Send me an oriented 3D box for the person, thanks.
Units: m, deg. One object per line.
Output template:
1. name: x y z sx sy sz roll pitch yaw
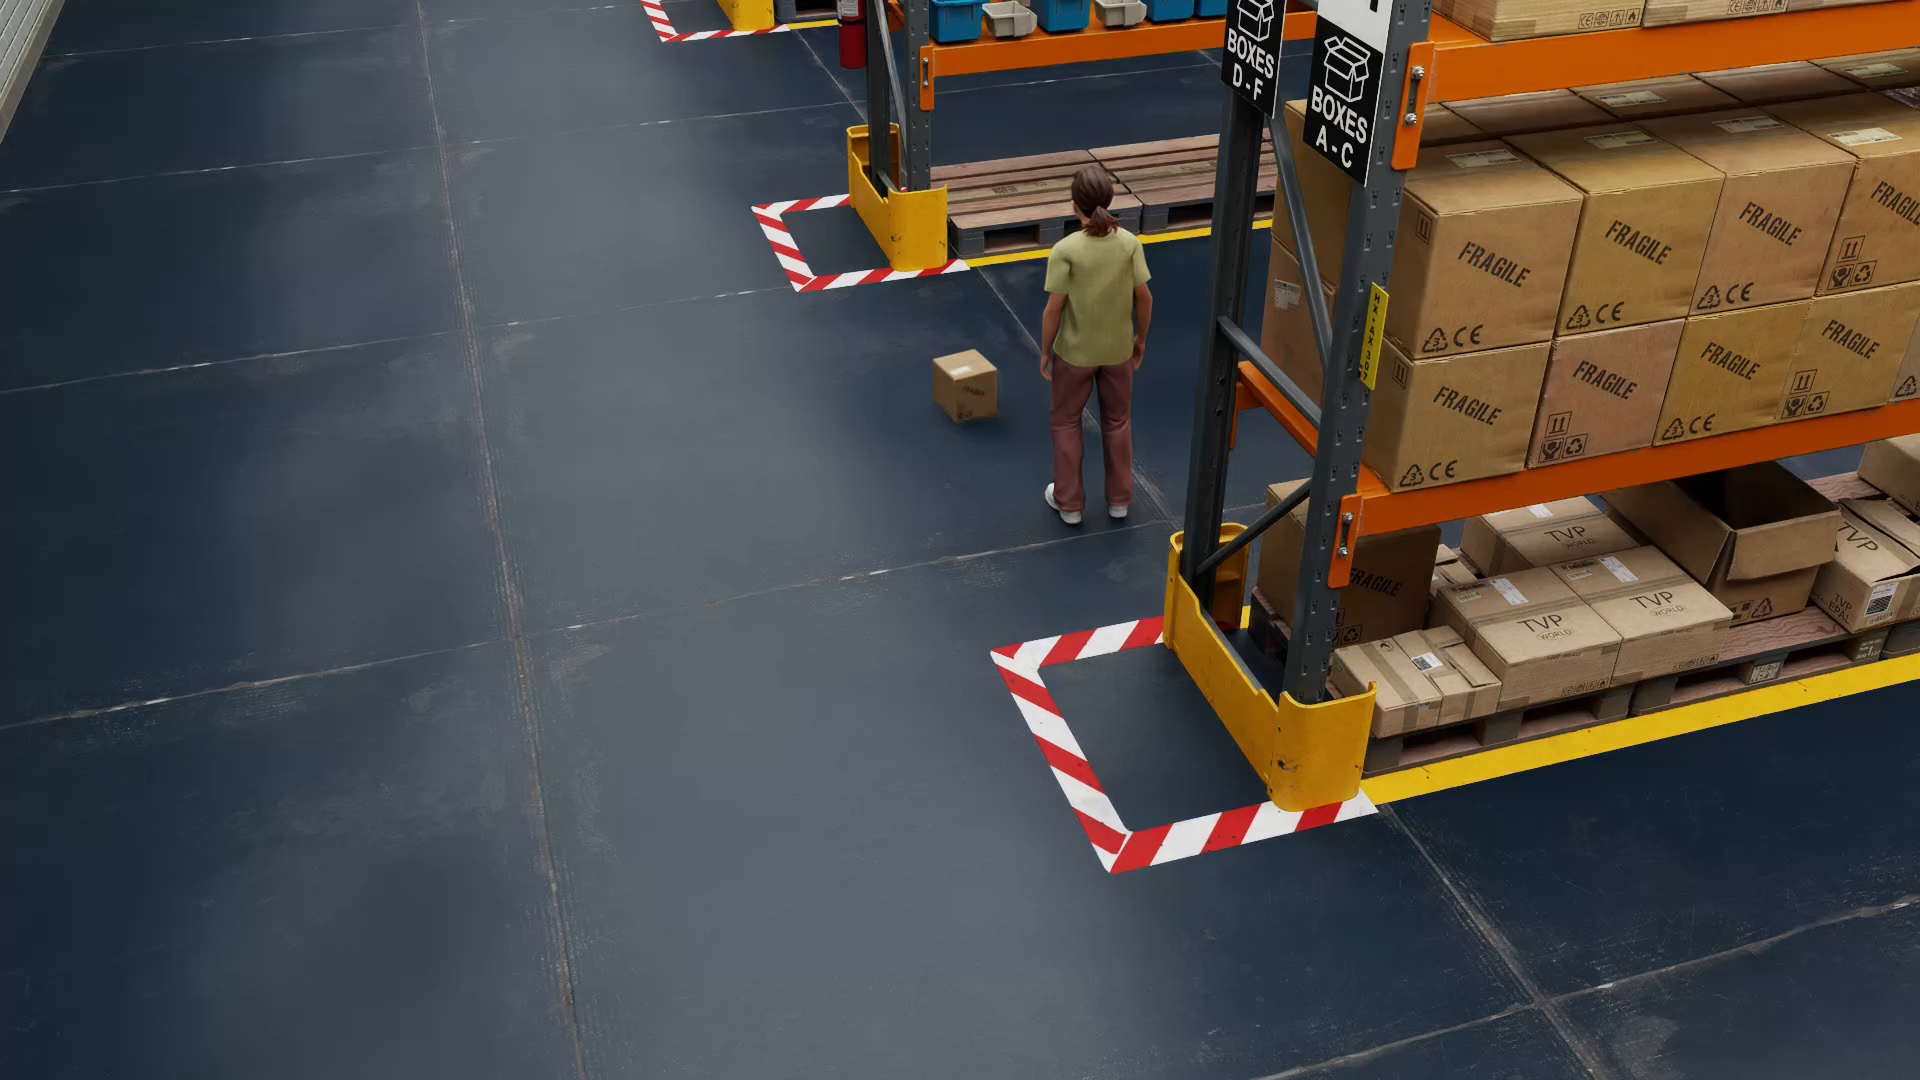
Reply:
1. person: 0.587 -0.839 7.386 0.504 1.671 0.357 -7 35 -10
